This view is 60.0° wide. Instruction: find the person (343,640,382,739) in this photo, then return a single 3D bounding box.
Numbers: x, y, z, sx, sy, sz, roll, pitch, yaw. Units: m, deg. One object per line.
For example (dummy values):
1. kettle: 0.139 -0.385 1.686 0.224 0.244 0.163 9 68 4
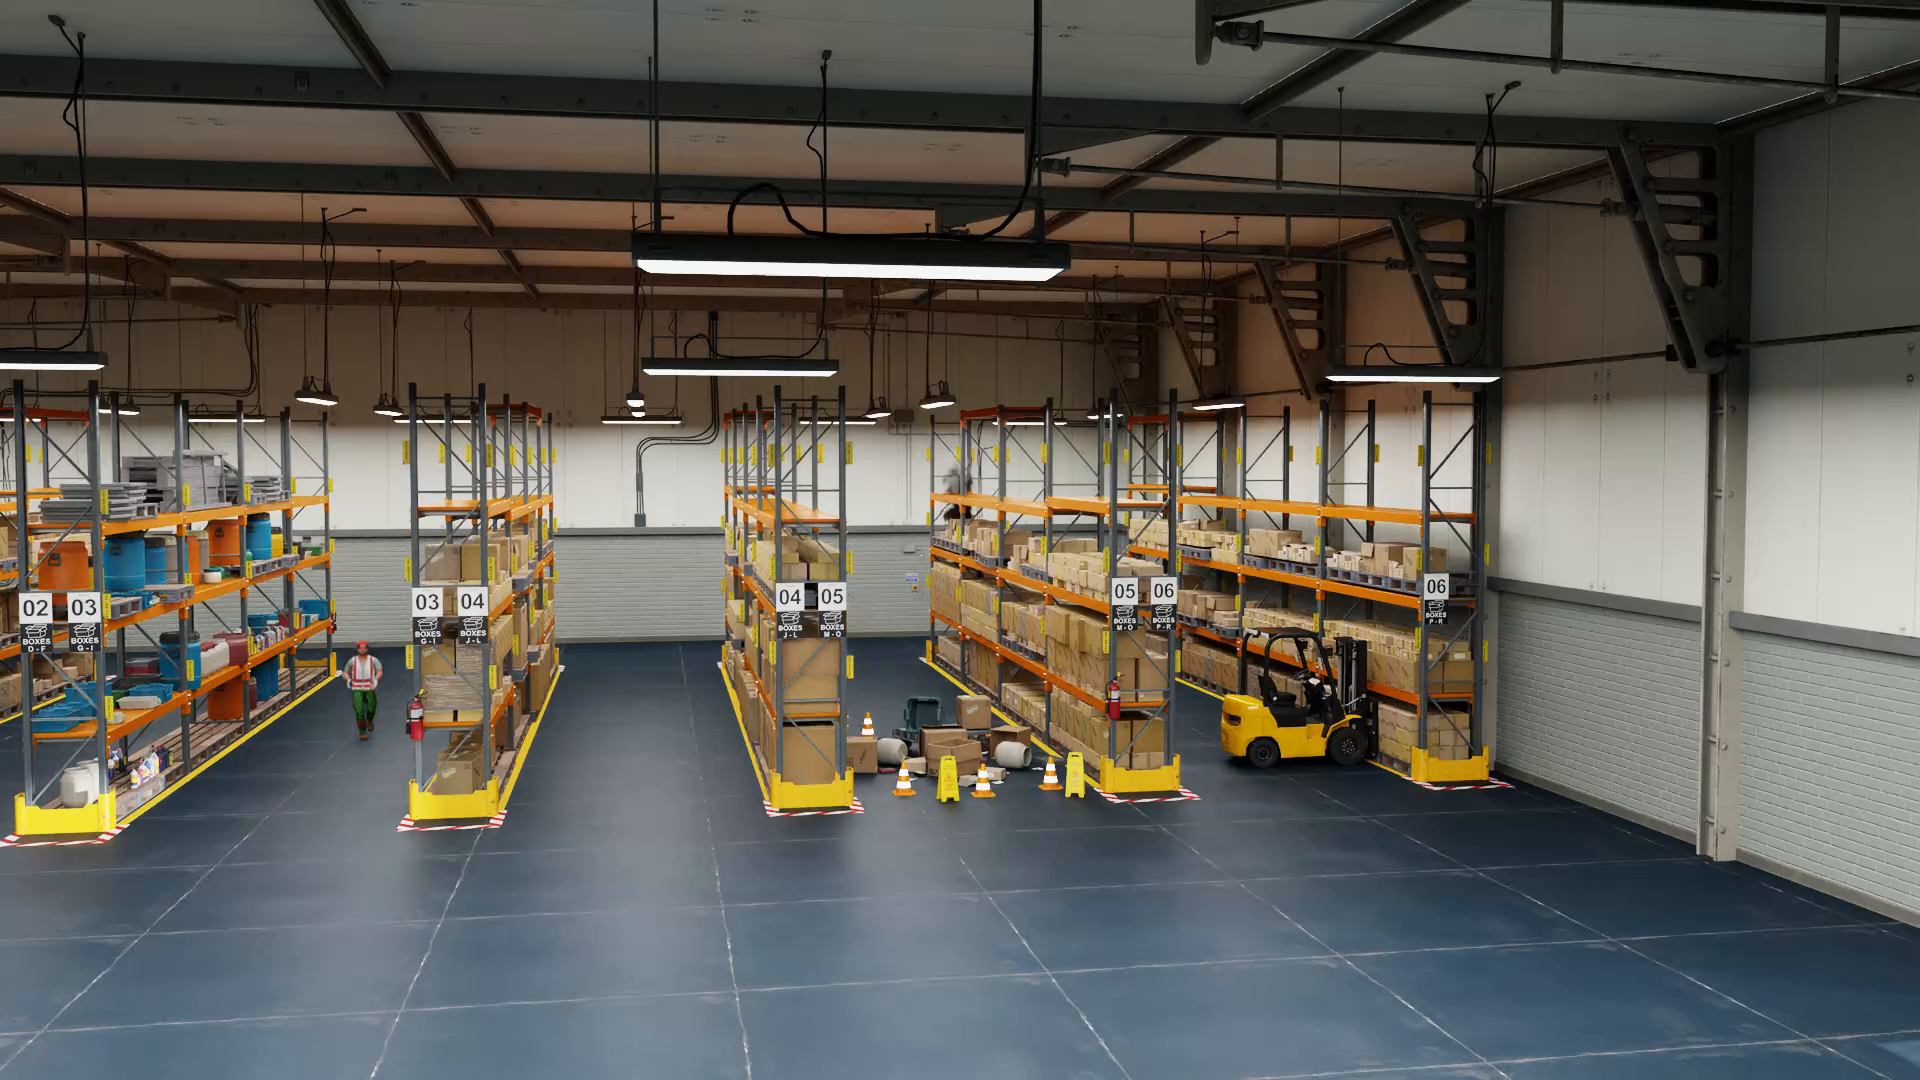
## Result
1. person: -10.561 2.642 29.426 0.654 1.735 0.622 -1 3 -20
